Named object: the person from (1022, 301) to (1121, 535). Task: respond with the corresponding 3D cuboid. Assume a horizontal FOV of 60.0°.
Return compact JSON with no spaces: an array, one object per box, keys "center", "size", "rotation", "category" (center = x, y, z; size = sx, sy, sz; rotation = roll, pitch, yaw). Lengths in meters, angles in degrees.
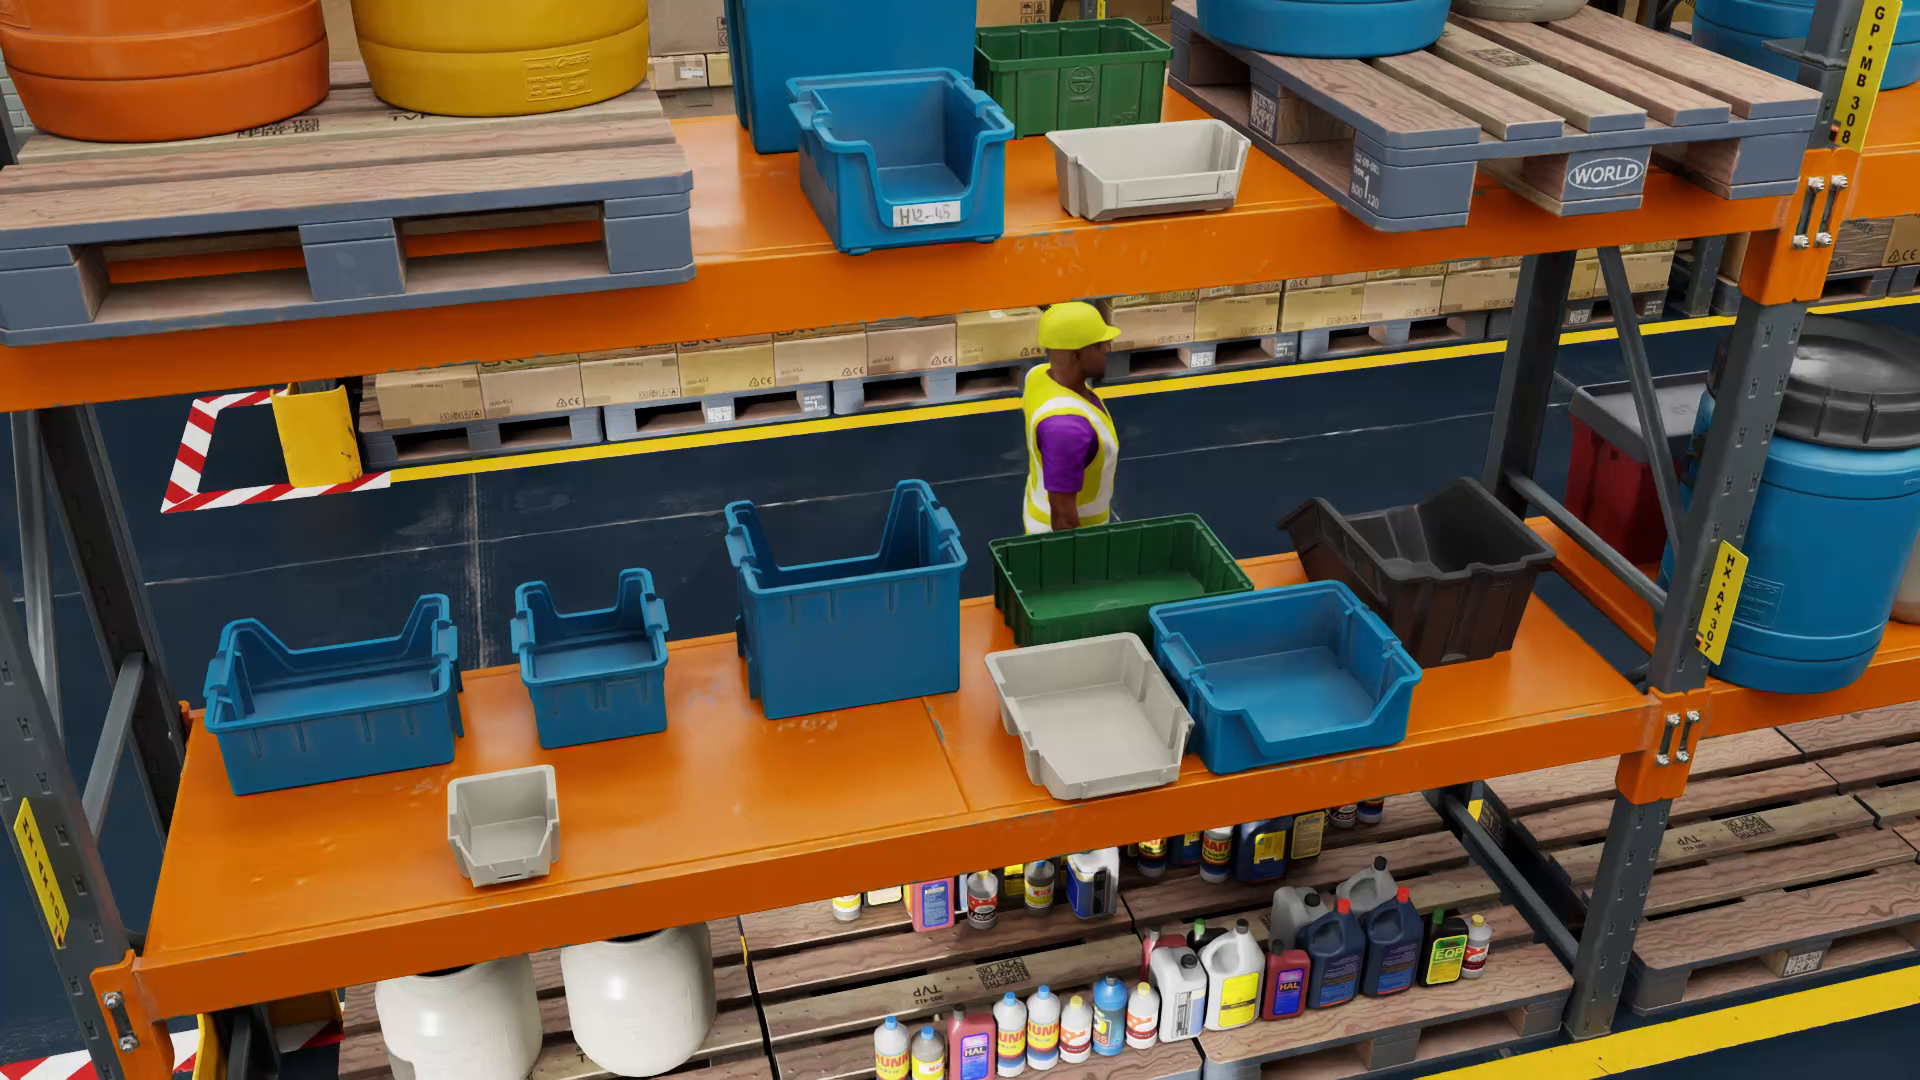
[{"center":[0.396,-0.043,6.146],"size":[0.377,1.766,0.643],"rotation":[0,30,0],"category":"person"}]
